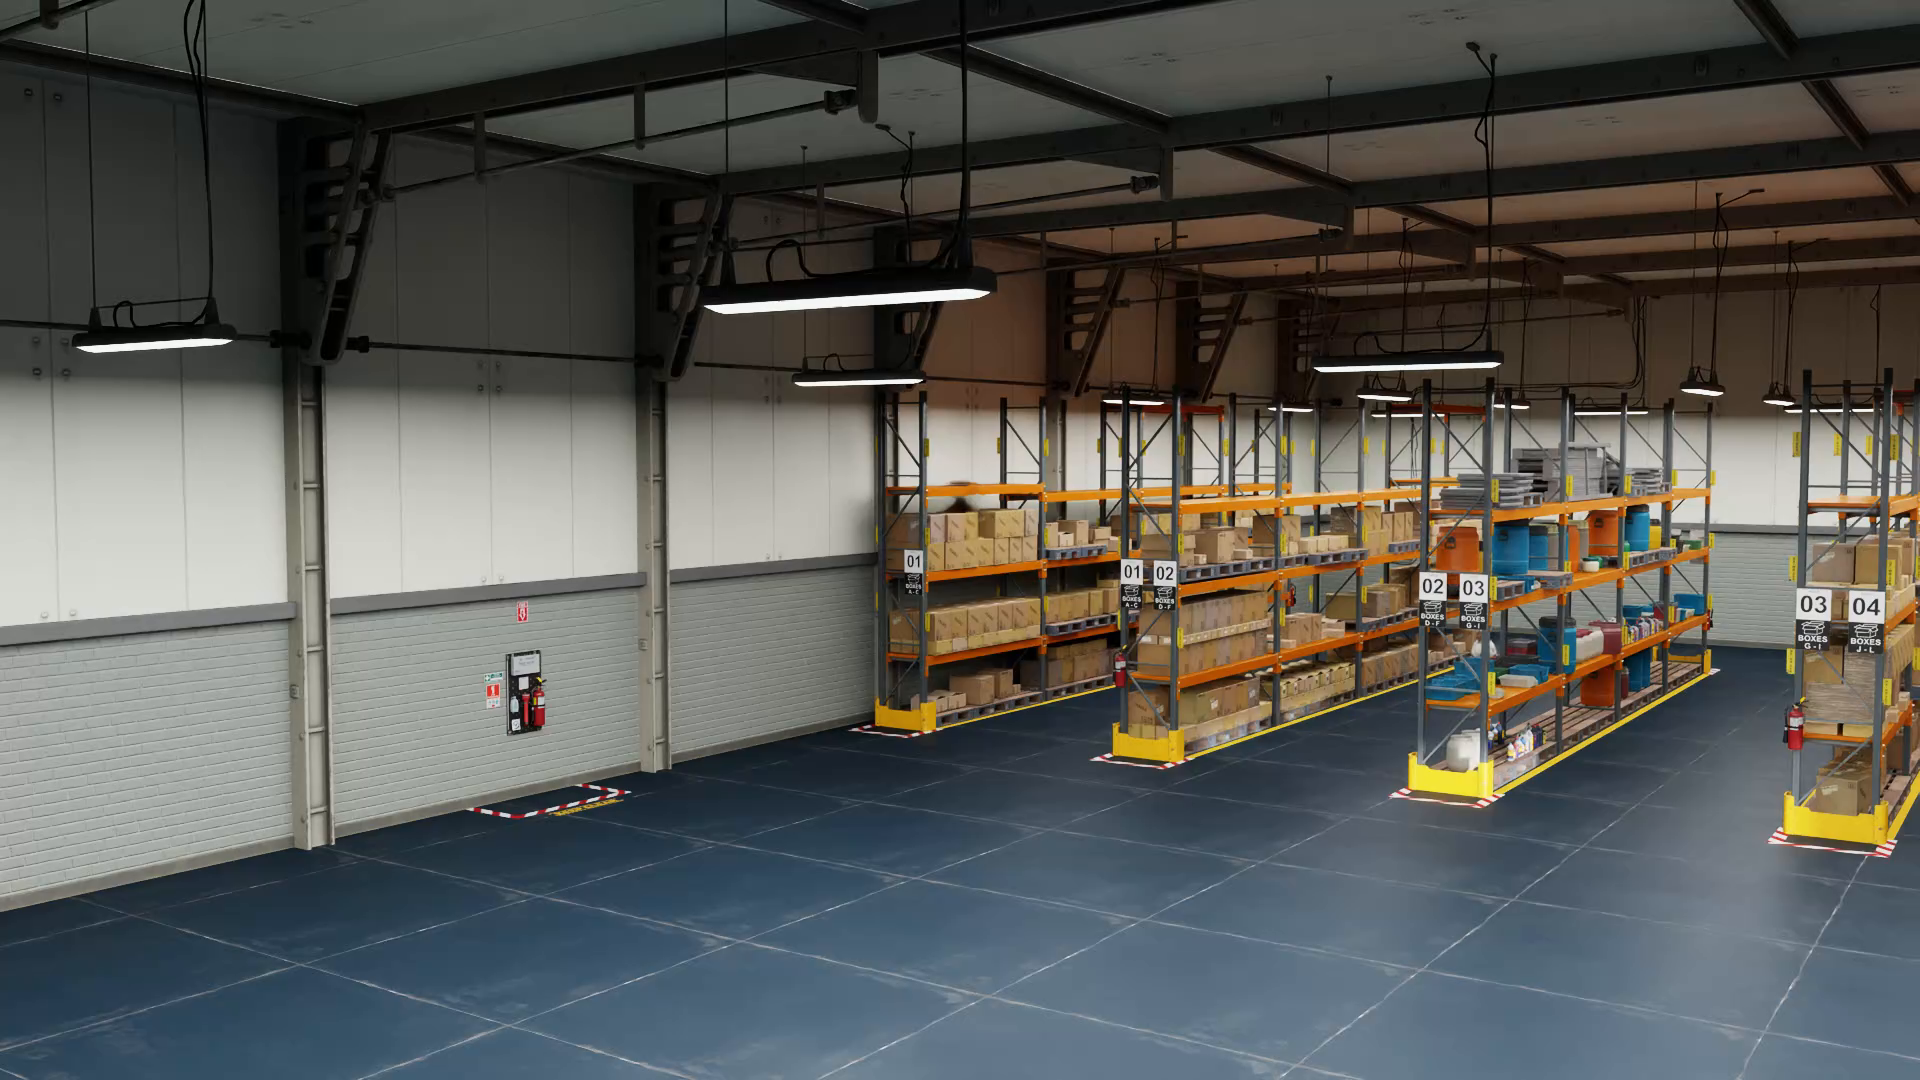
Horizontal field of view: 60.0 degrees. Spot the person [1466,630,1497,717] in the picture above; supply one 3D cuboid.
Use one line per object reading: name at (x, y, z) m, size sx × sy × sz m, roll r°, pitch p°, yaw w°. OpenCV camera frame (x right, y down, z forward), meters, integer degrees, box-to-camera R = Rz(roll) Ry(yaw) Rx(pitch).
person at (9.729, 2.421, 30.938) m, size 0.549 × 1.648 × 1.028 m, roll 2°, pitch 4°, yaw 35°
